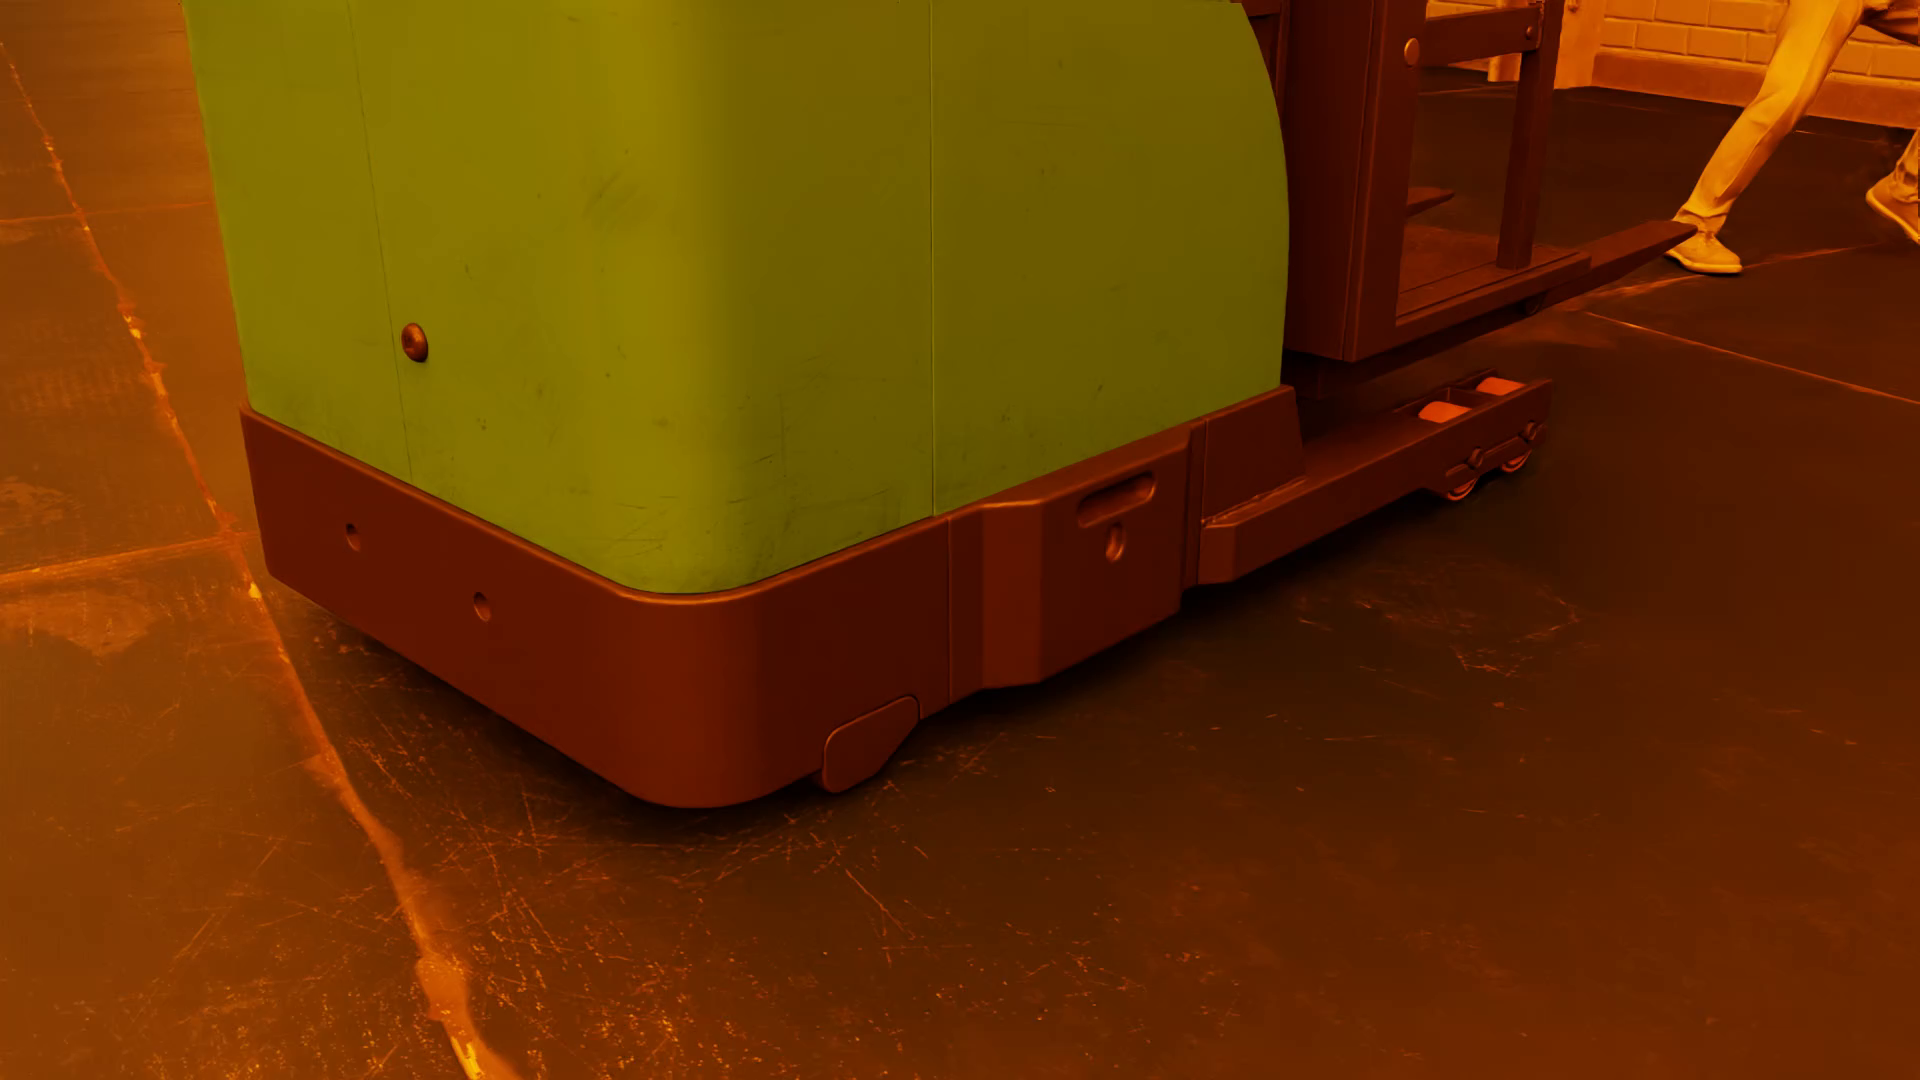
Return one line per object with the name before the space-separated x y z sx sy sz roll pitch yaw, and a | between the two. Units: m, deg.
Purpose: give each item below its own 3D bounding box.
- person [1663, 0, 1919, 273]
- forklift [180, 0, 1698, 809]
person | 2.340 -1.418 4.149 0.894 1.468 0.696 1 22 2
forklift | 0.395 -1.541 2.529 1.130 2.935 3.031 20 30 40
